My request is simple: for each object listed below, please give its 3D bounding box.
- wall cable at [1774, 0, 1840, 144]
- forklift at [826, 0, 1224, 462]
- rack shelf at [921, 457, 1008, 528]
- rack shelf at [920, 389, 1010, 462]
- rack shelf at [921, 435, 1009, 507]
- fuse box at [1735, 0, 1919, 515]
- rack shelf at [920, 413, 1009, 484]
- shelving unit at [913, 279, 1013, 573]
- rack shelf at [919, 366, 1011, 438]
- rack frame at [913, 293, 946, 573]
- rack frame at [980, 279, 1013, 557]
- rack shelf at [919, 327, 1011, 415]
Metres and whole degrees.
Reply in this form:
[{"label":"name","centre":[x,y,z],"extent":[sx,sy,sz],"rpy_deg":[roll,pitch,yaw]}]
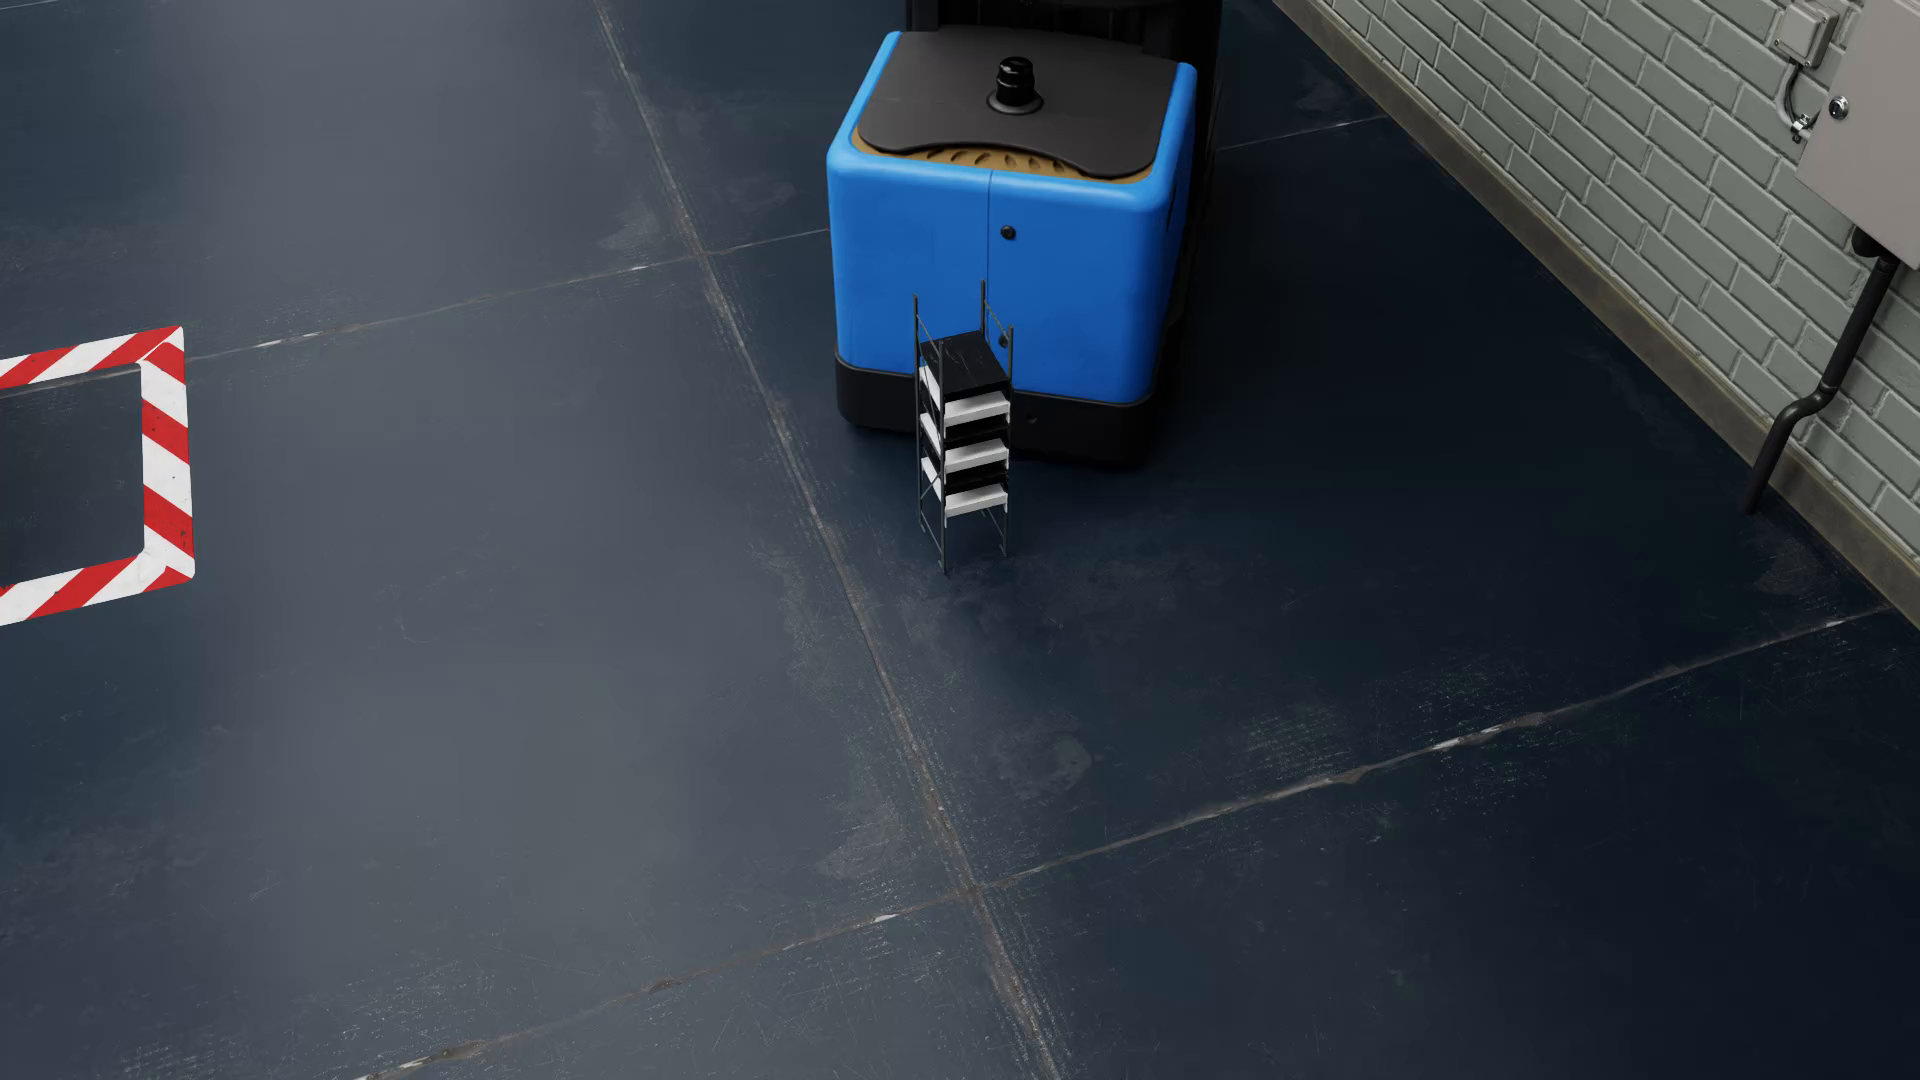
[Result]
[{"label":"wall cable","centre":[2.424,-1.985,4.393],"extent":[0.122,1.984,0.588],"rpy_deg":[-14,47,-14]},{"label":"forklift","centre":[0.404,-2.348,5.520],"extent":[1.130,2.935,3.031],"rpy_deg":[9,46,9]},{"label":"rack shelf","centre":[0.008,-0.169,5.084],"extent":[0.200,0.077,0.258],"rpy_deg":[-14,47,-14]},{"label":"rack shelf","centre":[0.008,-0.360,4.893],"extent":[0.200,0.077,0.258],"rpy_deg":[-14,47,-14]},{"label":"rack shelf","centre":[0.008,-0.233,5.021],"extent":[0.200,0.077,0.258],"rpy_deg":[-14,47,-14]},{"label":"fuse box","centre":[2.508,-0.679,4.718],"extent":[0.414,1.711,0.539],"rpy_deg":[-14,47,-14]},{"label":"rack shelf","centre":[0.008,-0.296,4.957],"extent":[0.200,0.077,0.258],"rpy_deg":[-14,47,-14]},{"label":"shelving unit","centre":[0.008,-0.320,4.933],"extent":[0.210,0.900,0.258],"rpy_deg":[-14,47,-14]},{"label":"rack shelf","centre":[0.008,-0.423,4.829],"extent":[0.200,0.077,0.258],"rpy_deg":[-14,47,-14]},{"label":"rack frame","centre":[-0.088,-0.295,4.909],"extent":[0.006,0.900,0.240],"rpy_deg":[-14,47,-14]},{"label":"rack frame","centre":[0.103,-0.344,4.958],"extent":[0.006,0.900,0.240],"rpy_deg":[-14,47,-14]},{"label":"rack shelf","centre":[0.008,-0.487,4.766],"extent":[0.200,0.077,0.258],"rpy_deg":[-14,47,-14]}]
